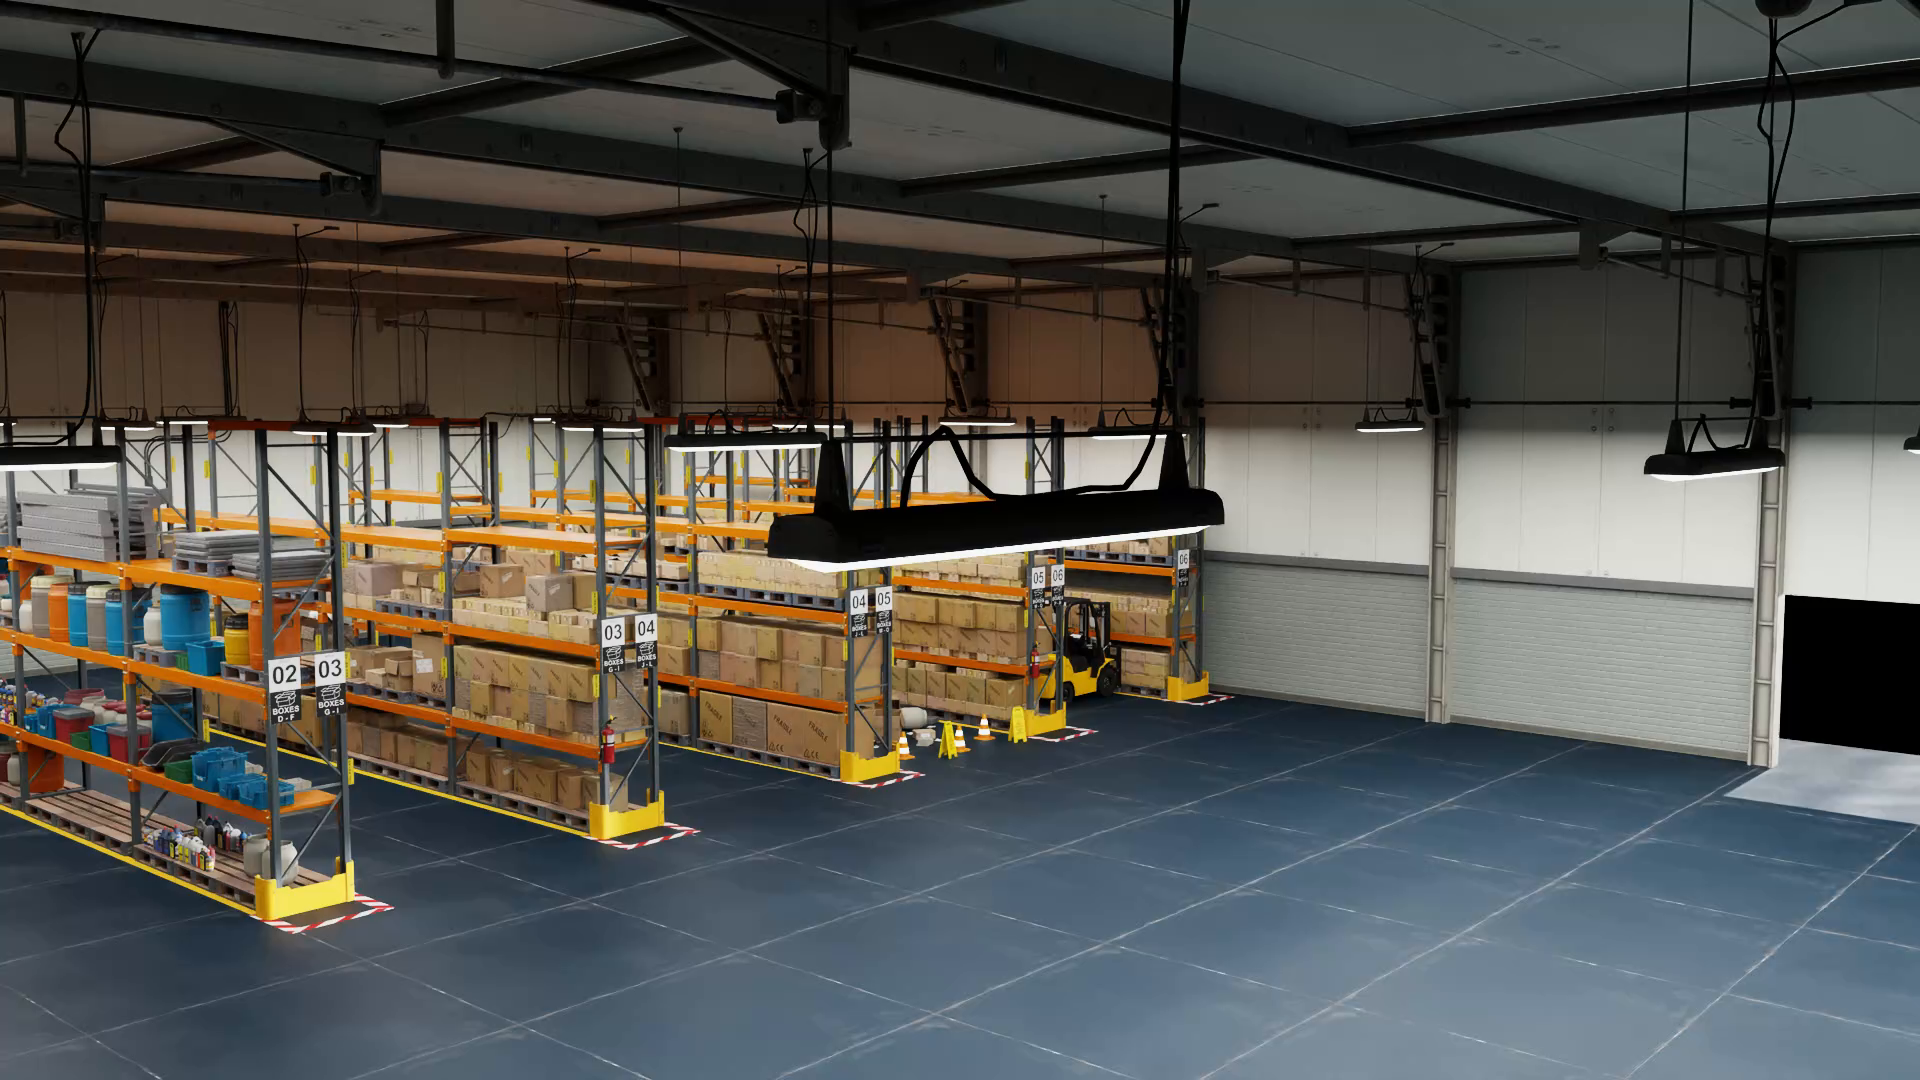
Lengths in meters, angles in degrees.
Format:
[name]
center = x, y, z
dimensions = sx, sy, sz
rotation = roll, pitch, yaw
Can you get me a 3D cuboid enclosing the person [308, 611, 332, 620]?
[person]
center = -15.068, 2.194, 39.364
dimensions = 0.708, 1.717, 1.055
rotation = -1, 5, -13
